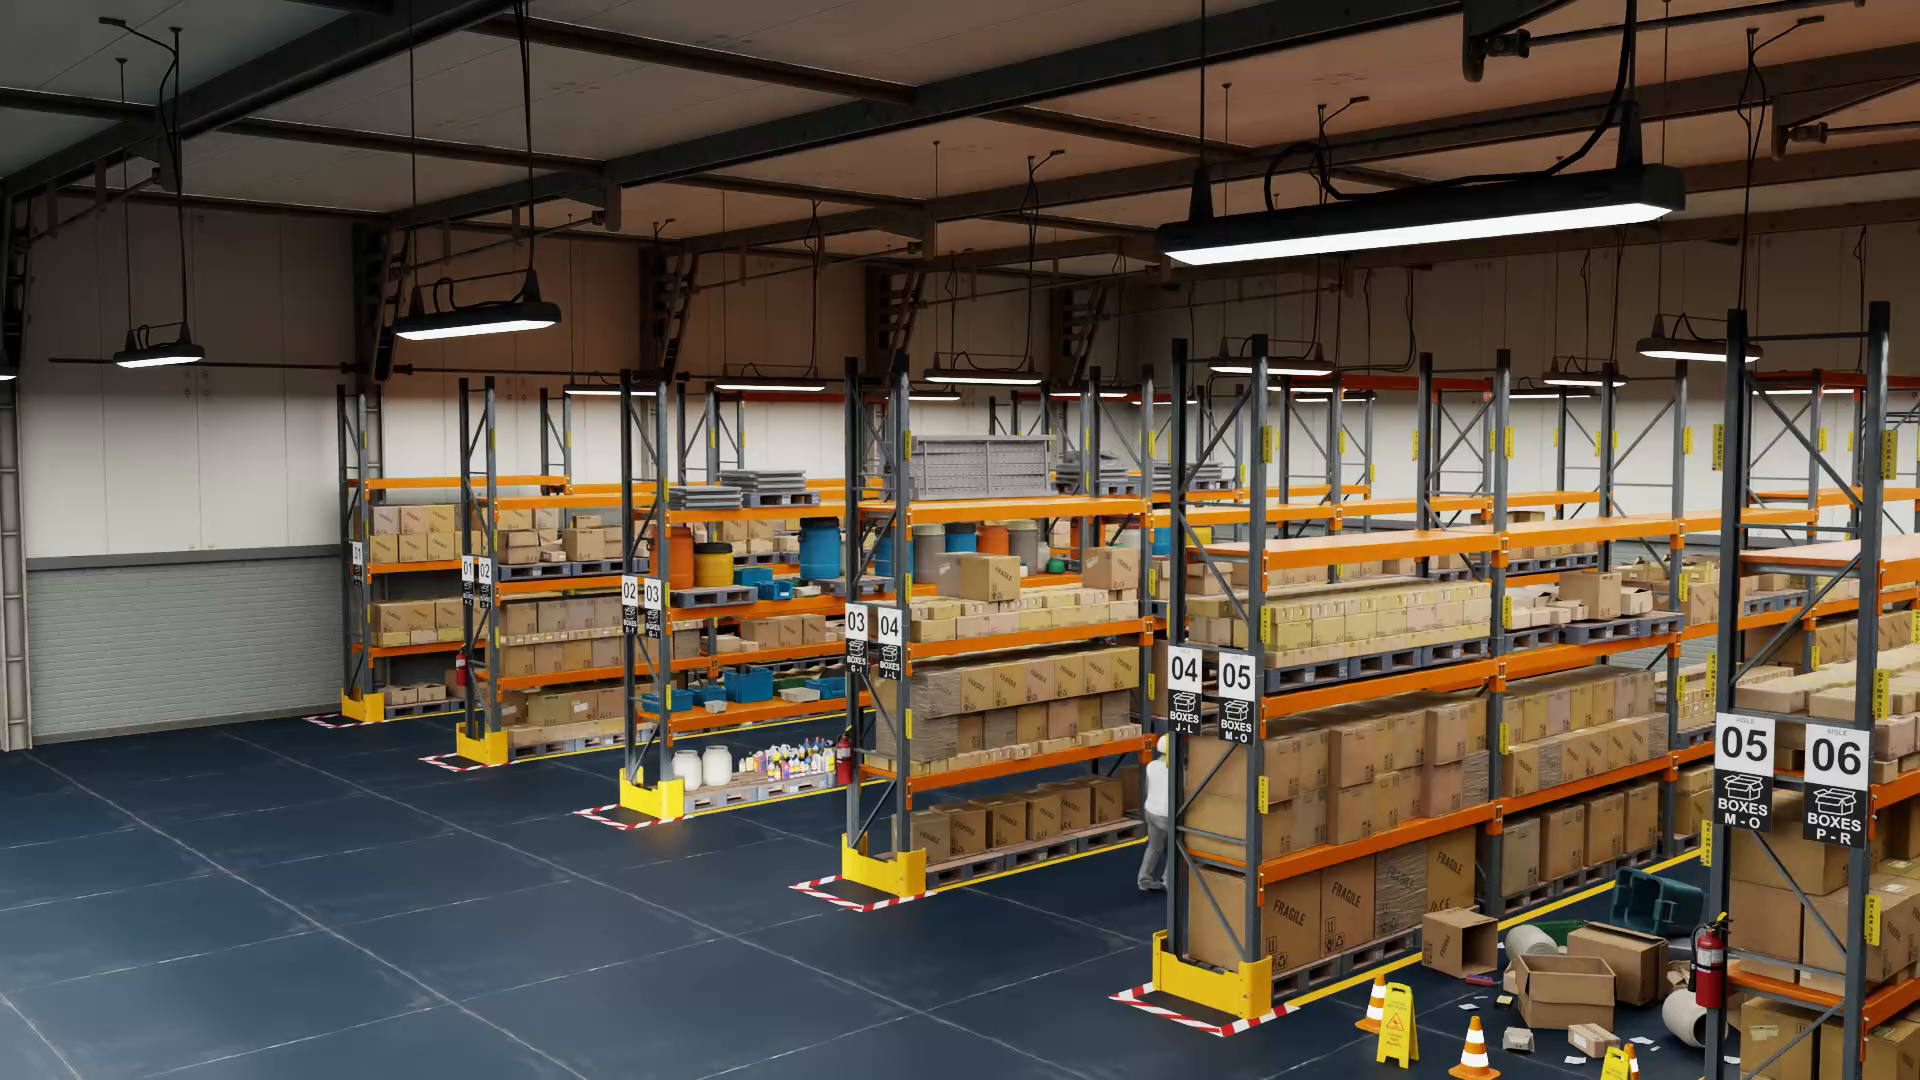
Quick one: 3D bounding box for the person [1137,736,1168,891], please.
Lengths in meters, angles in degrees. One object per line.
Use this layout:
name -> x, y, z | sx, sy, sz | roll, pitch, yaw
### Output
person -> 2.282, 3.114, 18.673 | 0.570, 1.839, 0.668 | -1, 4, -17
